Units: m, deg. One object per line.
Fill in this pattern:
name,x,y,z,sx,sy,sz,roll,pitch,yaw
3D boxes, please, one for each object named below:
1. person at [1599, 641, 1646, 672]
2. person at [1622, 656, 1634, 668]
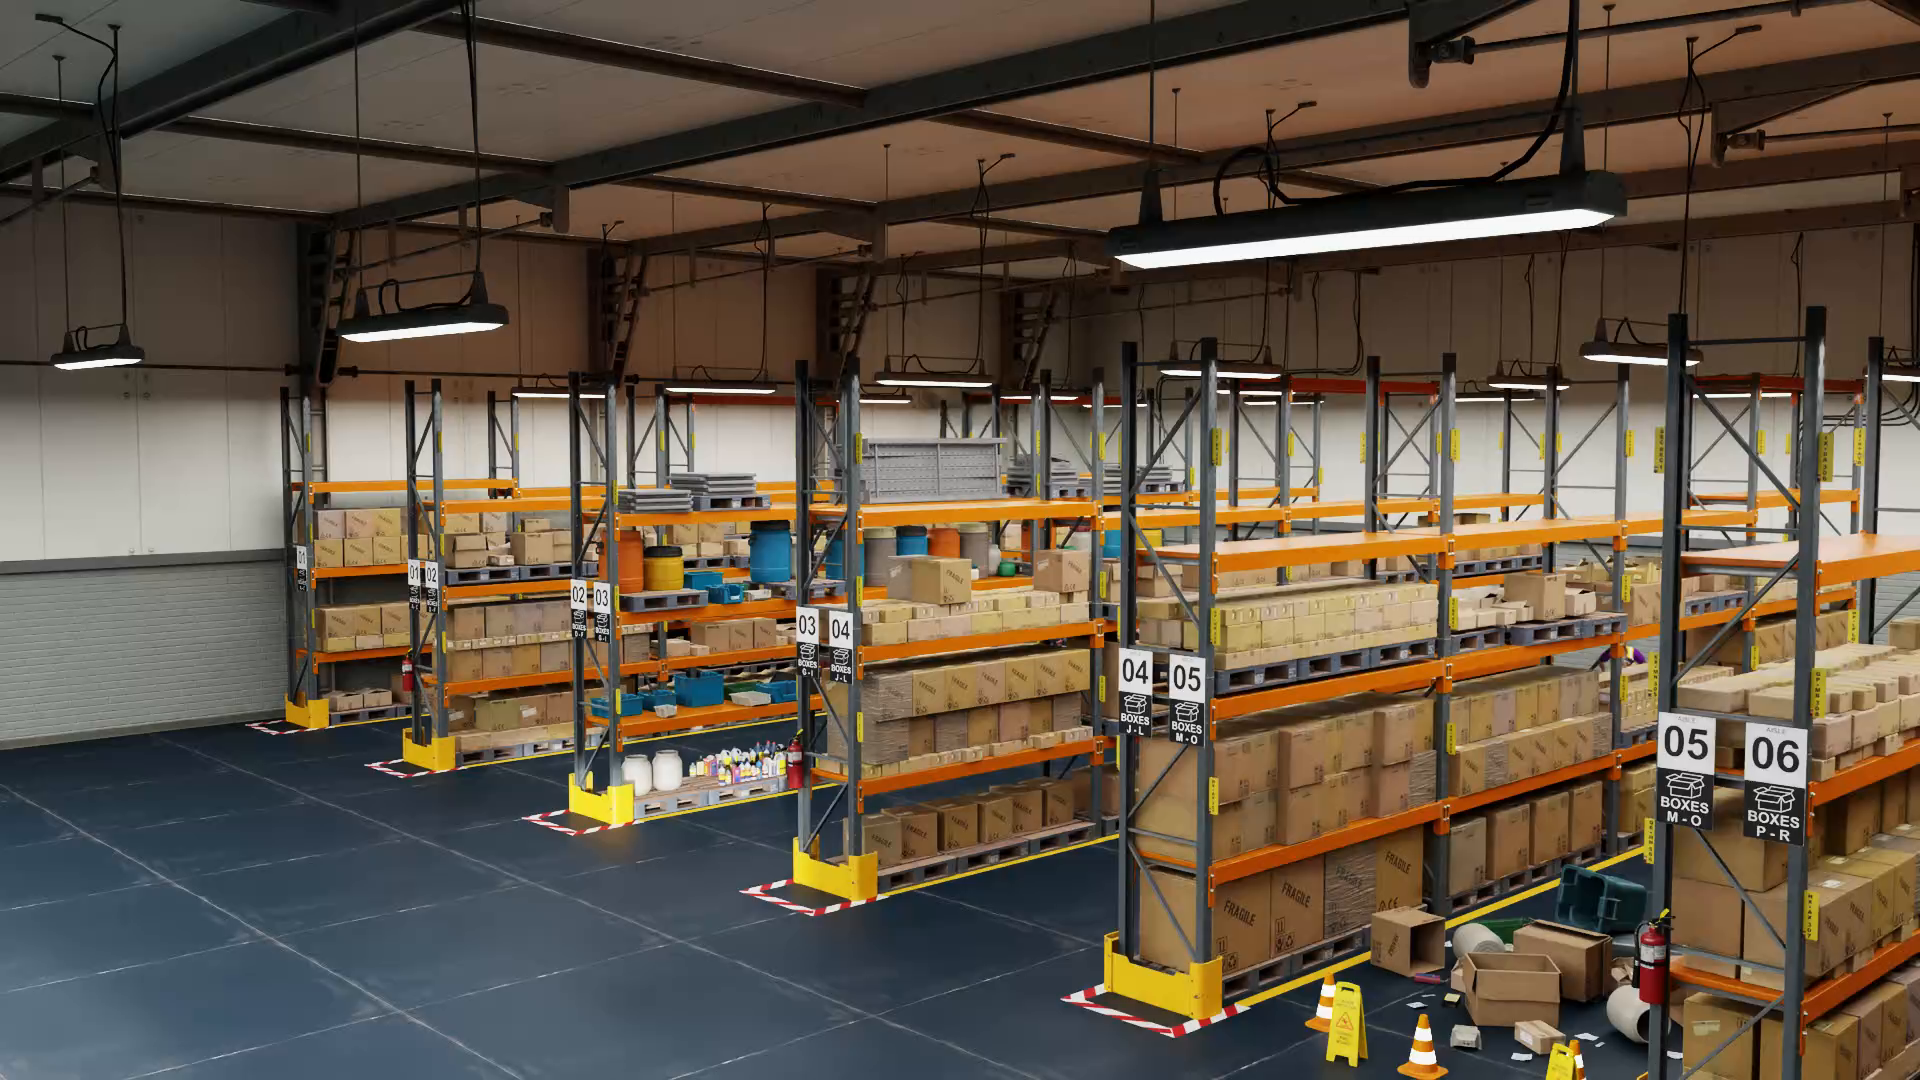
person,11.523,2.467,28.808,0.784,1.734,0.962,0,4,6
person,10.243,2.652,25.565,0.966,1.795,0.672,-3,5,-38
